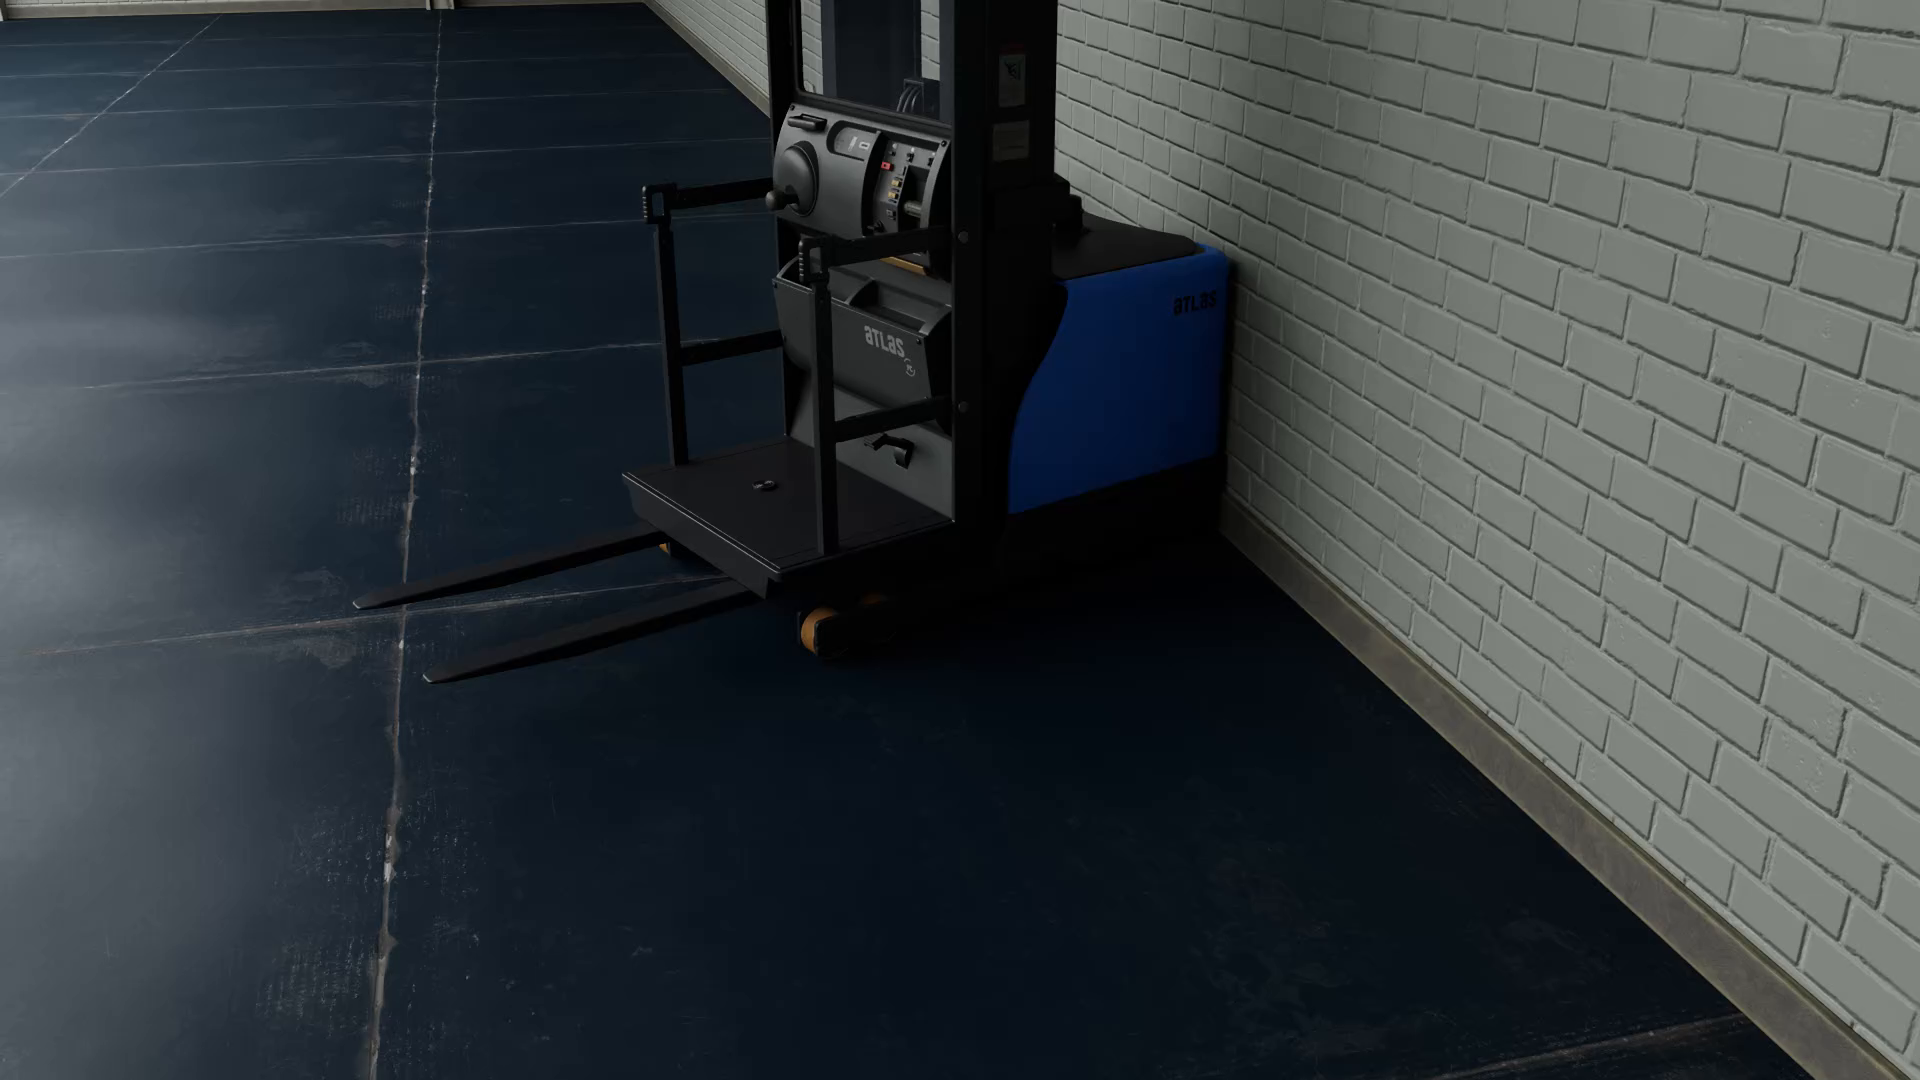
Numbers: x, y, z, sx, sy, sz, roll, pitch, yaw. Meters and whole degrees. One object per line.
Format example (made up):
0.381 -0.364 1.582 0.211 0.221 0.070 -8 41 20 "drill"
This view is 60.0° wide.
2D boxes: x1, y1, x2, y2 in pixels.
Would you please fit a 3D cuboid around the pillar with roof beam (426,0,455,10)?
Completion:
-6.496 -10.346 18.949 0.400 9.000 9.100 -6 24 -14 "pillar with roof beam"

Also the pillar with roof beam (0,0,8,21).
-12.273 -9.707 17.460 0.400 9.000 9.100 -6 24 -14 "pillar with roof beam"

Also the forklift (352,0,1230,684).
-0.501 -1.199 5.327 3.031 2.935 1.130 -16 28 -33 "forklift"
